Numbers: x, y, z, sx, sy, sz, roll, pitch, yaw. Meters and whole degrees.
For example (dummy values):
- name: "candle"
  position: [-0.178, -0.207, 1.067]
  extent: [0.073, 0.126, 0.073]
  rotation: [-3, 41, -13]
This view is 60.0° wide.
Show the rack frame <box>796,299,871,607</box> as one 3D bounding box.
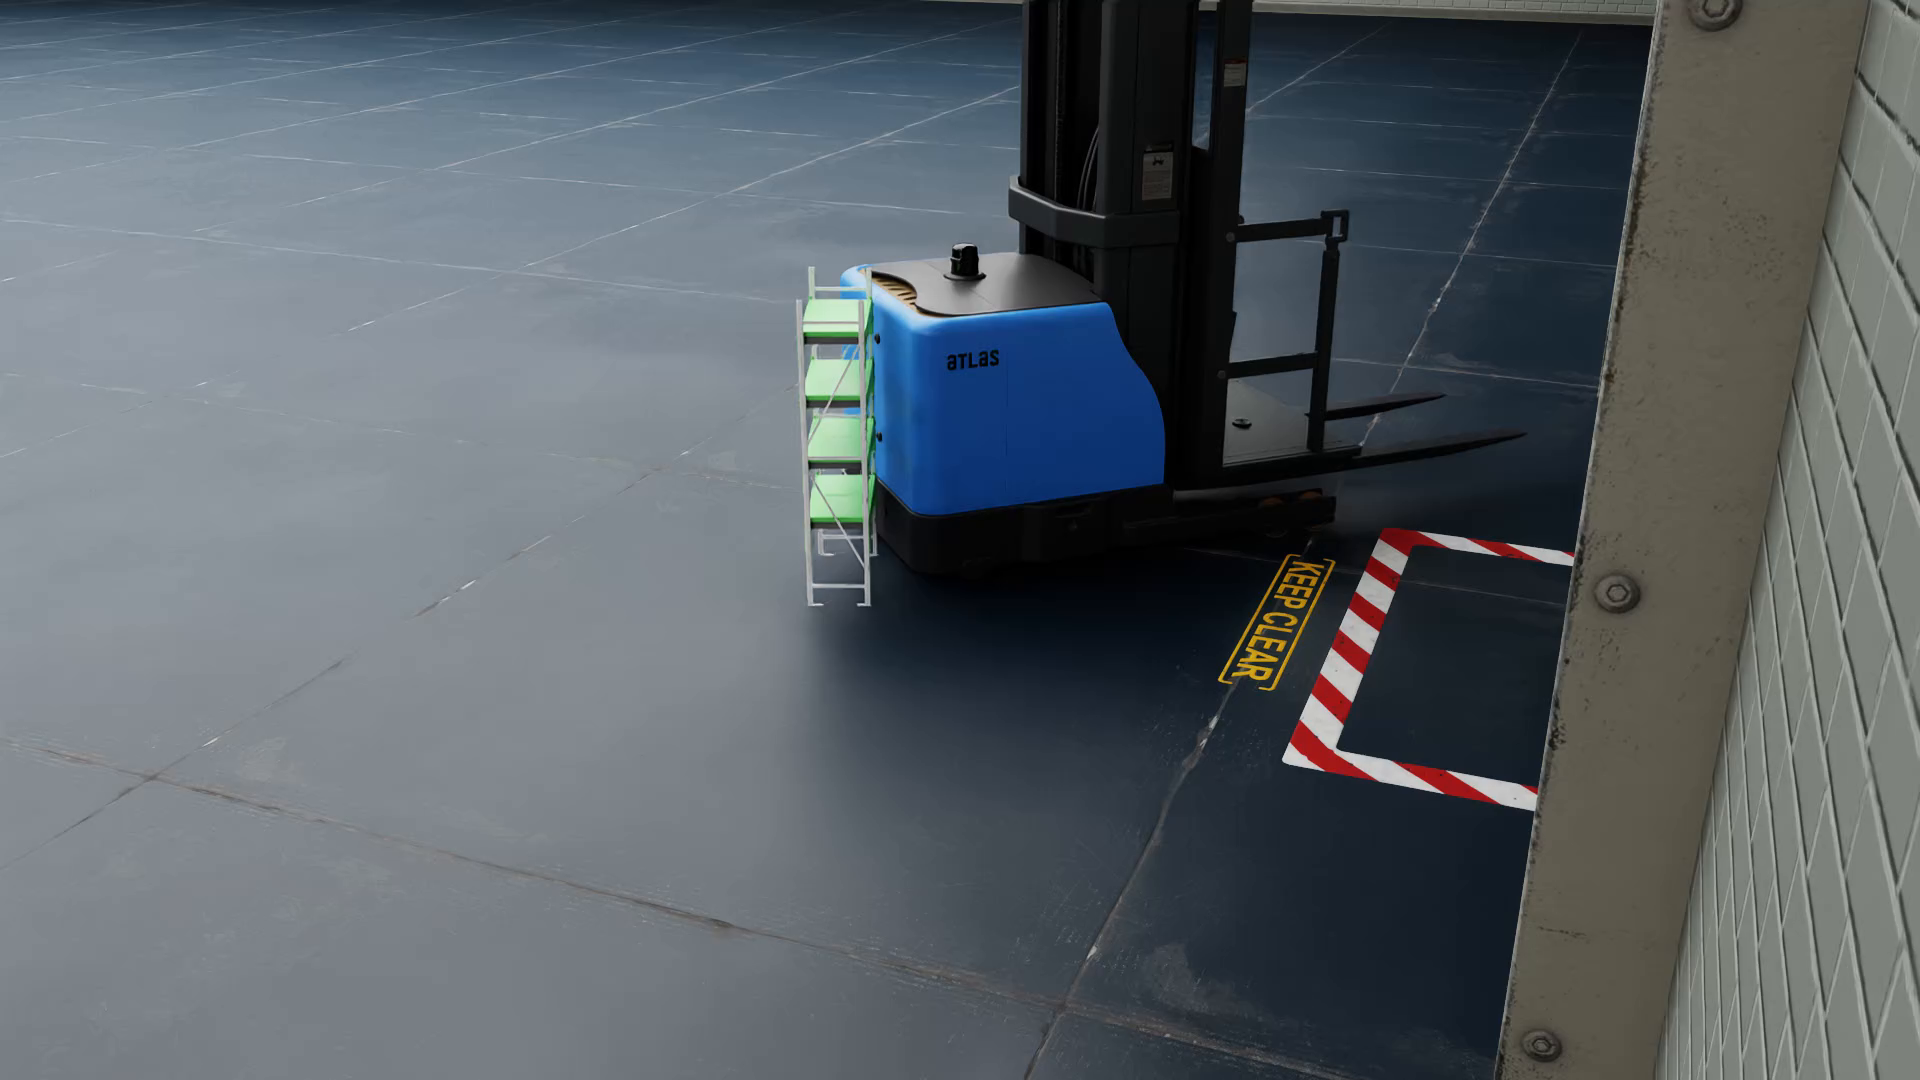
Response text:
- name: "rack frame"
  position: [-0.463, -0.300, 6.148]
  extent: [0.240, 1.200, 0.015]
  rotation: [0, 23, 0]

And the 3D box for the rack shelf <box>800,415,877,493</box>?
- name: "rack shelf"
  position: [-0.461, -0.335, 6.397]
  extent: [0.258, 0.148, 0.480]
  rotation: [0, 23, 0]

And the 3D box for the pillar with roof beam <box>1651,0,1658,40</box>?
- name: "pillar with roof beam"
  position: [6.273, -12.012, 24.066]
  extent: [9.100, 9.000, 0.400]
  rotation: [9, 24, 20]

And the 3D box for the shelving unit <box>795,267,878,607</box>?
- name: "shelving unit"
  position: [-0.461, -0.394, 6.373]
  extent: [0.258, 1.200, 0.503]
  rotation: [0, 23, 0]

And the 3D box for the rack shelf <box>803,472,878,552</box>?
- name: "rack shelf"
  position: [-0.461, -0.114, 6.490]
  extent: [0.258, 0.148, 0.480]
  rotation: [0, 23, 0]

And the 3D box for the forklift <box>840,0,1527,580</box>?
- name: "forklift"
  position: [1.058, -1.541, 6.871]
  extent: [3.031, 2.935, 1.130]
  rotation: [-9, 24, -20]

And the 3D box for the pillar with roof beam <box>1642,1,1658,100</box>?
- name: "pillar with roof beam"
  position: [4.044, -9.864, 18.926]
  extent: [9.100, 9.000, 0.400]
  rotation: [9, 24, 20]

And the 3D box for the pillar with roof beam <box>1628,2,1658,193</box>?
- name: "pillar with roof beam"
  position: [1.816, -7.717, 13.786]
  extent: [9.100, 9.000, 0.400]
  rotation: [9, 24, 20]

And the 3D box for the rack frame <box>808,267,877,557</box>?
- name: "rack frame"
  position: [-0.460, -0.488, 6.598]
  extent: [0.240, 1.200, 0.015]
  rotation: [0, 23, 0]

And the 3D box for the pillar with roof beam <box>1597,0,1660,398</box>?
- name: "pillar with roof beam"
  position: [-0.413, -5.570, 8.645]
  extent: [9.100, 9.000, 0.400]
  rotation: [9, 24, 20]

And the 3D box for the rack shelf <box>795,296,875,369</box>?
- name: "rack shelf"
  position: [-0.461, -0.778, 6.212]
  extent: [0.258, 0.148, 0.480]
  rotation: [0, 23, 0]

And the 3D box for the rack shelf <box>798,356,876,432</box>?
- name: "rack shelf"
  position: [-0.461, -0.557, 6.305]
  extent: [0.258, 0.148, 0.480]
  rotation: [0, 23, 0]
